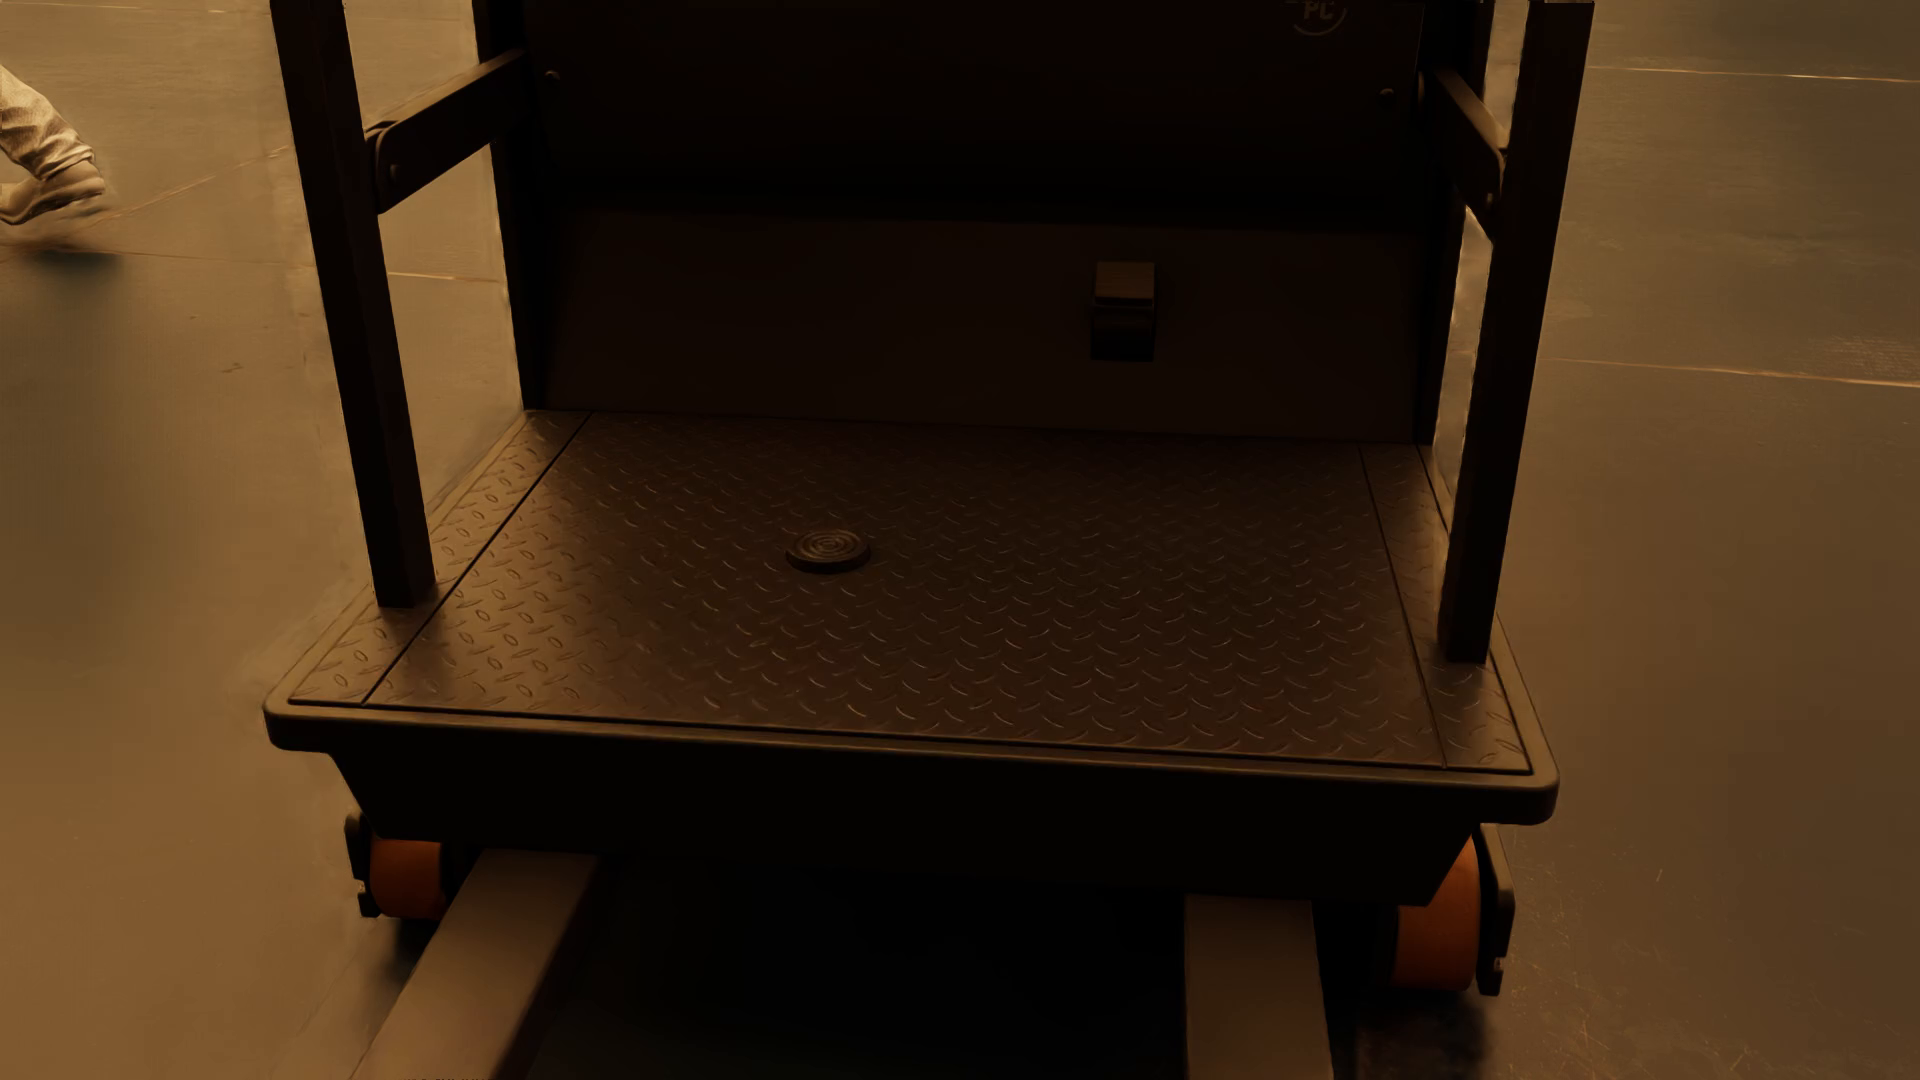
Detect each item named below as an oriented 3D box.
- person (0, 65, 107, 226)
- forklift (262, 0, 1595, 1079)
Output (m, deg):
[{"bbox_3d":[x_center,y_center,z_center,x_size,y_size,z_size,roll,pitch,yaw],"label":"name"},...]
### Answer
[{"bbox_3d":[-2.359,-1.427,3.480,0.900,1.692,0.598,3,27,6],"label":"person"},{"bbox_3d":[-0.013,-1.030,1.288,1.130,2.935,3.031,3,27,5],"label":"forklift"}]
